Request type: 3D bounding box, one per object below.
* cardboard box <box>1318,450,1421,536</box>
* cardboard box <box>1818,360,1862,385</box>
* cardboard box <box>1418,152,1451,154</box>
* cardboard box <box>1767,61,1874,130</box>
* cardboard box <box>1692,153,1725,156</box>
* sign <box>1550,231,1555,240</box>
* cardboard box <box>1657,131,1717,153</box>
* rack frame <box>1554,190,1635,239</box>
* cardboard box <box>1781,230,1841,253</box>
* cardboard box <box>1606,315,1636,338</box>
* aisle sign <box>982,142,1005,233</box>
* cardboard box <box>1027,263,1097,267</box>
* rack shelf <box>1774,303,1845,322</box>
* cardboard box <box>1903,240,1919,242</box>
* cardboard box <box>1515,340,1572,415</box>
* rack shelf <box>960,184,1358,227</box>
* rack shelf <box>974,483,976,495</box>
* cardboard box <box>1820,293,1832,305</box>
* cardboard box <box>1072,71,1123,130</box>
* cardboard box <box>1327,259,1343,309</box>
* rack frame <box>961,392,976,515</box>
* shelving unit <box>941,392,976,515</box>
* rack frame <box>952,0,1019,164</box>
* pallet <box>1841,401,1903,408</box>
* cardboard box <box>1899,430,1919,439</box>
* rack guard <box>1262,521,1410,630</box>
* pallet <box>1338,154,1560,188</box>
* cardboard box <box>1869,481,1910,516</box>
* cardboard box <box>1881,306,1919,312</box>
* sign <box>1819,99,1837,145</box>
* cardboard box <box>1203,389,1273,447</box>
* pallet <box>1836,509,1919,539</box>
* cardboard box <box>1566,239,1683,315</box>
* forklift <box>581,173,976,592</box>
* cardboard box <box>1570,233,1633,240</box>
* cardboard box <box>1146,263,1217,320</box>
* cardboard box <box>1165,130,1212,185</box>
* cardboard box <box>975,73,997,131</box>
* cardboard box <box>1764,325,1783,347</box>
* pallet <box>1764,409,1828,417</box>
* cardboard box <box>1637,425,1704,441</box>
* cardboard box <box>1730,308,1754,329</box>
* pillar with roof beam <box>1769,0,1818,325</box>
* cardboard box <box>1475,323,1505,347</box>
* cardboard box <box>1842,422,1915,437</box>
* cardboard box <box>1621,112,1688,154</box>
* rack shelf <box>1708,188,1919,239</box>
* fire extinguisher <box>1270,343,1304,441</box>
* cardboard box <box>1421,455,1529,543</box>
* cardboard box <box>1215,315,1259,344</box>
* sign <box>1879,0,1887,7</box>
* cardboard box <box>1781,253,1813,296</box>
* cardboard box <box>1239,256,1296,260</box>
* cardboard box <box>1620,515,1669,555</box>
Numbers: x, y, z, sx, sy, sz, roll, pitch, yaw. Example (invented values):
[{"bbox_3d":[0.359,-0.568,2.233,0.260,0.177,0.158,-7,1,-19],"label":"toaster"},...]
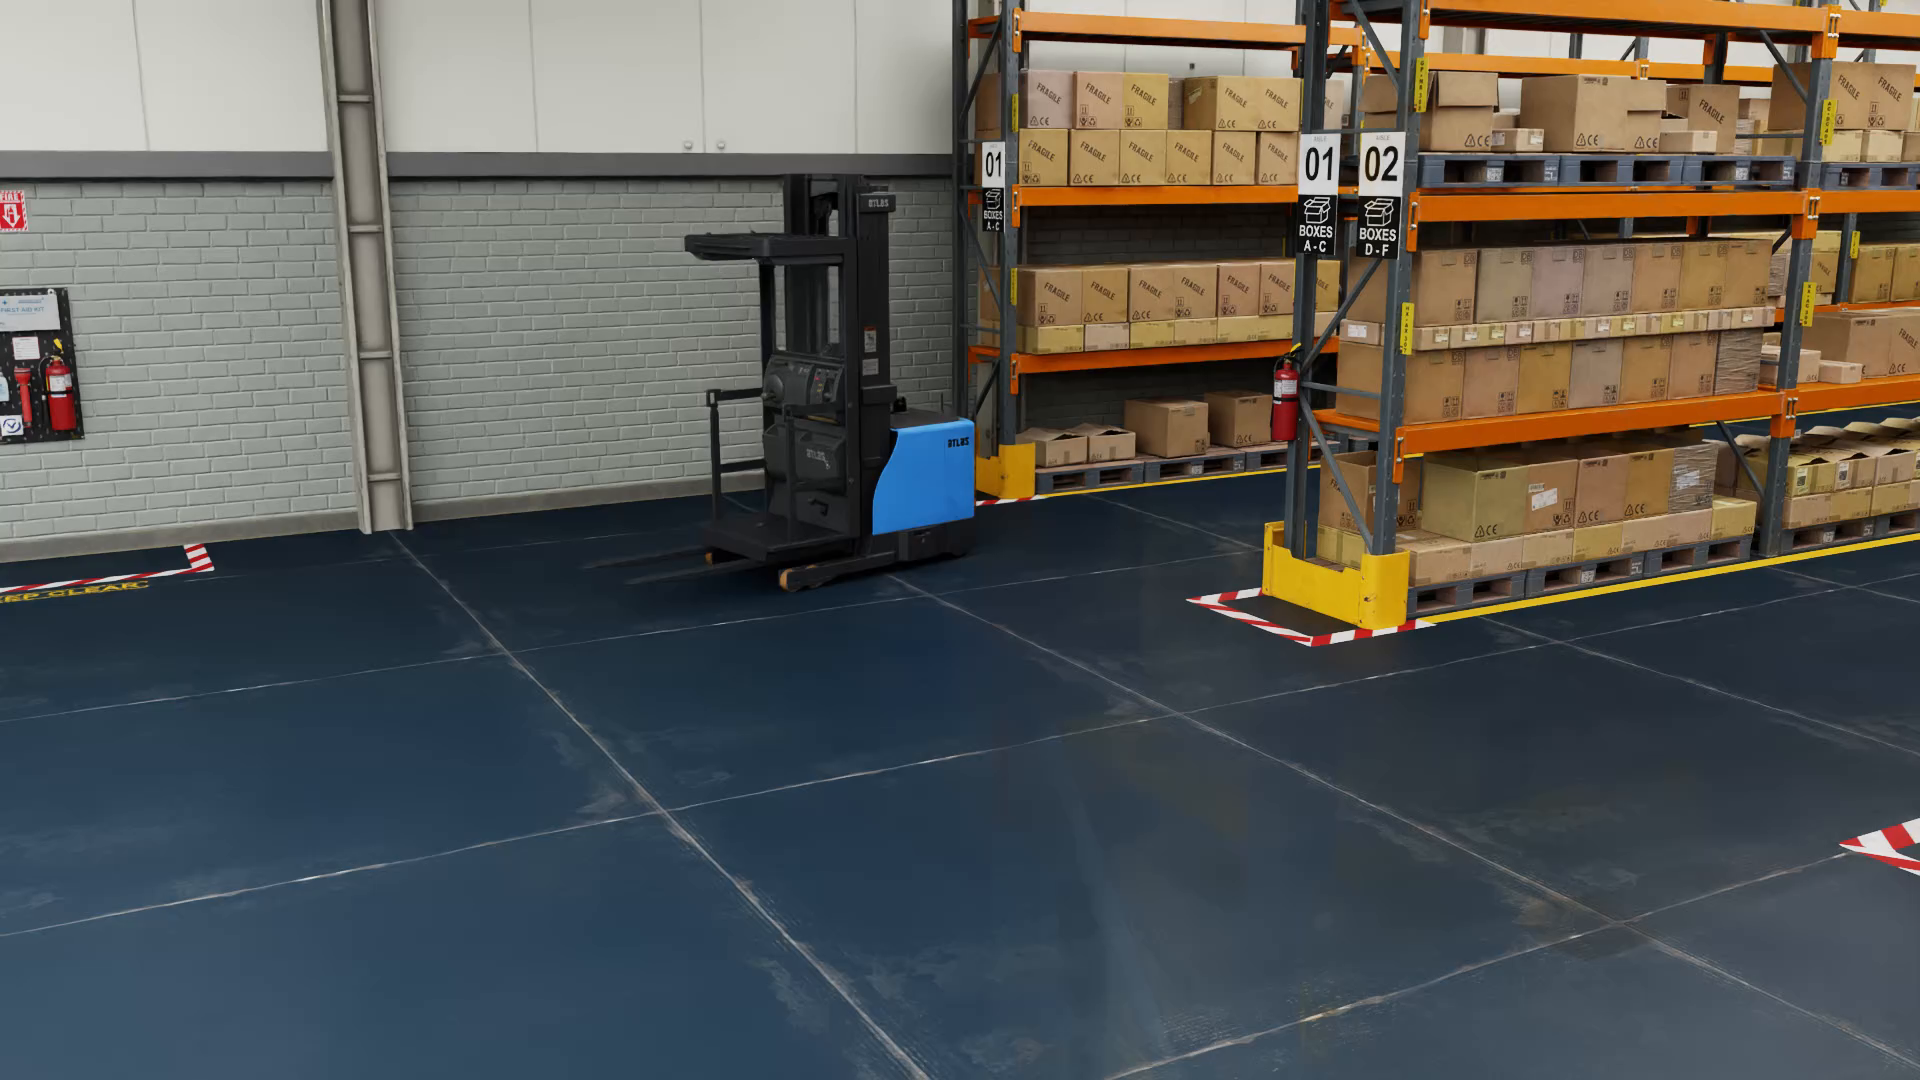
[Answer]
[{"bbox_3d":[2.924,-0.341,11.890,0.500,0.500,0.500,-7,14,-28],"label":"cardboard box"},{"bbox_3d":[6.983,-1.350,13.348,0.250,0.149,0.380,-7,14,-28],"label":"cardboard box"},{"bbox_3d":[4.789,-4.105,17.431,0.500,0.311,0.500,-6,14,-26],"label":"cardboard box"},{"bbox_3d":[6.667,-3.437,12.894,0.500,0.500,0.500,-7,14,-27],"label":"cardboard box"},{"bbox_3d":[8.571,-4.704,19.619,0.500,0.500,0.700,-6,14,-25],"label":"cardboard box"},{"bbox_3d":[6.972,-3.465,19.538,0.005,0.325,0.100,-7,14,-28],"label":"sign"},{"bbox_3d":[5.179,-2.853,11.920,0.250,0.149,0.380,-7,14,-28],"label":"cardboard box"},{"bbox_3d":[7.241,-2.794,19.191,0.127,3.000,1.000,-7,14,-28],"label":"rack frame"},{"bbox_3d":[10.465,-3.686,20.495,0.500,0.250,0.500,-6,14,-26],"label":"cardboard box"},{"bbox_3d":[4.624,-1.552,11.969,0.250,0.149,0.380,-6,14,-26],"label":"cardboard box"},{"bbox_3d":[0.300,-3.155,14.876,0.004,0.787,0.394,-7,14,-28],"label":"aisle sign"},{"bbox_3d":[0.978,-2.396,16.013,0.500,0.500,0.500,-7,14,-27],"label":"cardboard box"},{"bbox_3d":[8.996,-2.653,20.205,4.000,0.370,1.077,-7,14,-28],"label":"rack shelf"},{"bbox_3d":[13.187,-3.647,22.301,0.700,0.700,0.980,-7,14,-28],"label":"cardboard box"},{"bbox_3d":[3.909,-1.201,11.884,0.500,0.500,0.700,-7,14,-27],"label":"cardboard box"},{"bbox_3d":[1.975,-3.275,16.136,4.000,0.370,1.077,-7,14,-28],"label":"rack shelf"},{"bbox_3d":[-0.013,-0.423,13.507,0.180,0.103,0.258,-7,14,-28],"label":"rack shelf"},{"bbox_3d":[10.591,-3.012,20.686,0.250,0.149,0.380,-7,14,-27],"label":"cardboard box"},{"bbox_3d":[1.138,-3.999,15.163,0.500,0.500,0.500,-7,14,-29],"label":"cardboard box"},{"bbox_3d":[4.193,-2.683,17.471,0.500,0.500,0.700,-7,14,-28],"label":"cardboard box"},{"bbox_3d":[0.068,-0.593,13.513,0.006,1.200,0.240,-7,14,-28],"label":"rack frame"},{"bbox_3d":[-0.013,-0.584,13.471,0.189,1.200,0.258,-7,14,-28],"label":"shelving unit"},{"bbox_3d":[0.219,-4.879,14.793,0.127,3.000,1.000,-7,14,-28],"label":"rack frame"},{"bbox_3d":[11.457,-1.919,21.656,1.213,0.211,1.003,-7,14,-28],"label":"pallet"},{"bbox_3d":[8.379,-0.765,14.207,0.500,0.311,0.500,-7,14,-28],"label":"cardboard box"},{"bbox_3d":[2.575,0.224,11.475,0.348,0.500,1.175,-7,14,-28],"label":"rack guard"},{"bbox_3d":[3.229,-2.488,11.200,1.213,0.211,1.003,-7,14,-28],"label":"pallet"},{"bbox_3d":[7.482,-0.385,13.796,0.500,0.250,0.500,-7,15,-30],"label":"cardboard box"},{"bbox_3d":[8.153,-1.709,14.142,0.500,0.500,0.500,-8,15,-31],"label":"cardboard box"},{"bbox_3d":[6.374,-3.066,12.212,0.005,0.325,0.100,-7,14,-28],"label":"sign"},{"bbox_3d":[2.838,-1.251,17.028,0.500,0.500,0.500,-8,15,-32],"label":"cardboard box"},{"bbox_3d":[7.807,-0.273,14.339,1.213,0.211,1.003,-7,14,-28],"label":"pallet"},{"bbox_3d":[4.838,-1.947,12.244,0.500,0.500,0.700,-7,14,-28],"label":"cardboard box"},{"bbox_3d":[-1.320,-1.185,12.199,3.031,2.935,1.130,-11,17,-39],"label":"forklift"},{"bbox_3d":[7.515,-3.461,19.497,0.500,0.250,0.500,-6,14,-26],"label":"cardboard box"},{"bbox_3d":[2.125,-2.407,16.059,0.500,0.500,0.500,-6,14,-26],"label":"cardboard box"},{"bbox_3d":[2.035,-3.627,15.787,0.500,0.500,0.500,-6,14,-24],"label":"cardboard box"},{"bbox_3d":[0.472,-4.058,15.425,0.500,0.500,0.500,-6,14,-25],"label":"cardboard box"},{"bbox_3d":[10.244,-2.277,20.836,0.750,0.750,0.750,-7,14,-27],"label":"cardboard box"},{"bbox_3d":[10.111,-1.758,20.942,1.213,0.211,1.003,-7,14,-28],"label":"pallet"},{"bbox_3d":[5.550,-0.660,13.306,0.500,0.500,0.500,-7,14,-28],"label":"cardboard box"},{"bbox_3d":[5.753,-1.688,12.575,0.250,0.149,0.380,-7,15,-29],"label":"cardboard box"},{"bbox_3d":[13.015,-5.552,17.784,0.400,9.000,9.100,-7,14,-28],"label":"pillar with roof beam"},{"bbox_3d":[3.494,-1.417,11.369,0.250,0.149,0.380,-7,14,-28],"label":"cardboard box"},{"bbox_3d":[8.112,-0.868,14.663,0.500,0.311,0.500,-7,15,-29],"label":"cardboard box"},{"bbox_3d":[5.064,-3.053,12.438,0.500,0.311,0.500,-8,15,-31],"label":"cardboard box"},{"bbox_3d":[7.862,-2.742,13.766,4.000,0.370,1.077,-7,14,-28],"label":"rack shelf"},{"bbox_3d":[2.270,-1.037,11.562,0.183,0.674,0.296,-7,14,-28],"label":"fire extinguisher"},{"bbox_3d":[3.611,-0.294,11.680,0.500,0.500,0.500,-7,14,-28],"label":"cardboard box"},{"bbox_3d":[2.584,-2.095,16.380,0.500,0.250,0.500,-7,14,-28],"label":"cardboard box"},{"bbox_3d":[11.022,-6.532,19.832,0.005,0.325,0.100,-7,14,-28],"label":"sign"},{"bbox_3d":[10.024,-3.265,20.337,0.500,0.500,0.500,-7,14,-27],"label":"cardboard box"},{"bbox_3d":[3.217,-2.666,17.212,0.500,0.500,0.500,-7,15,-29],"label":"cardboard box"},{"bbox_3d":[4.929,-0.085,12.461,0.500,0.250,0.500,-7,14,-28],"label":"cardboard box"}]
